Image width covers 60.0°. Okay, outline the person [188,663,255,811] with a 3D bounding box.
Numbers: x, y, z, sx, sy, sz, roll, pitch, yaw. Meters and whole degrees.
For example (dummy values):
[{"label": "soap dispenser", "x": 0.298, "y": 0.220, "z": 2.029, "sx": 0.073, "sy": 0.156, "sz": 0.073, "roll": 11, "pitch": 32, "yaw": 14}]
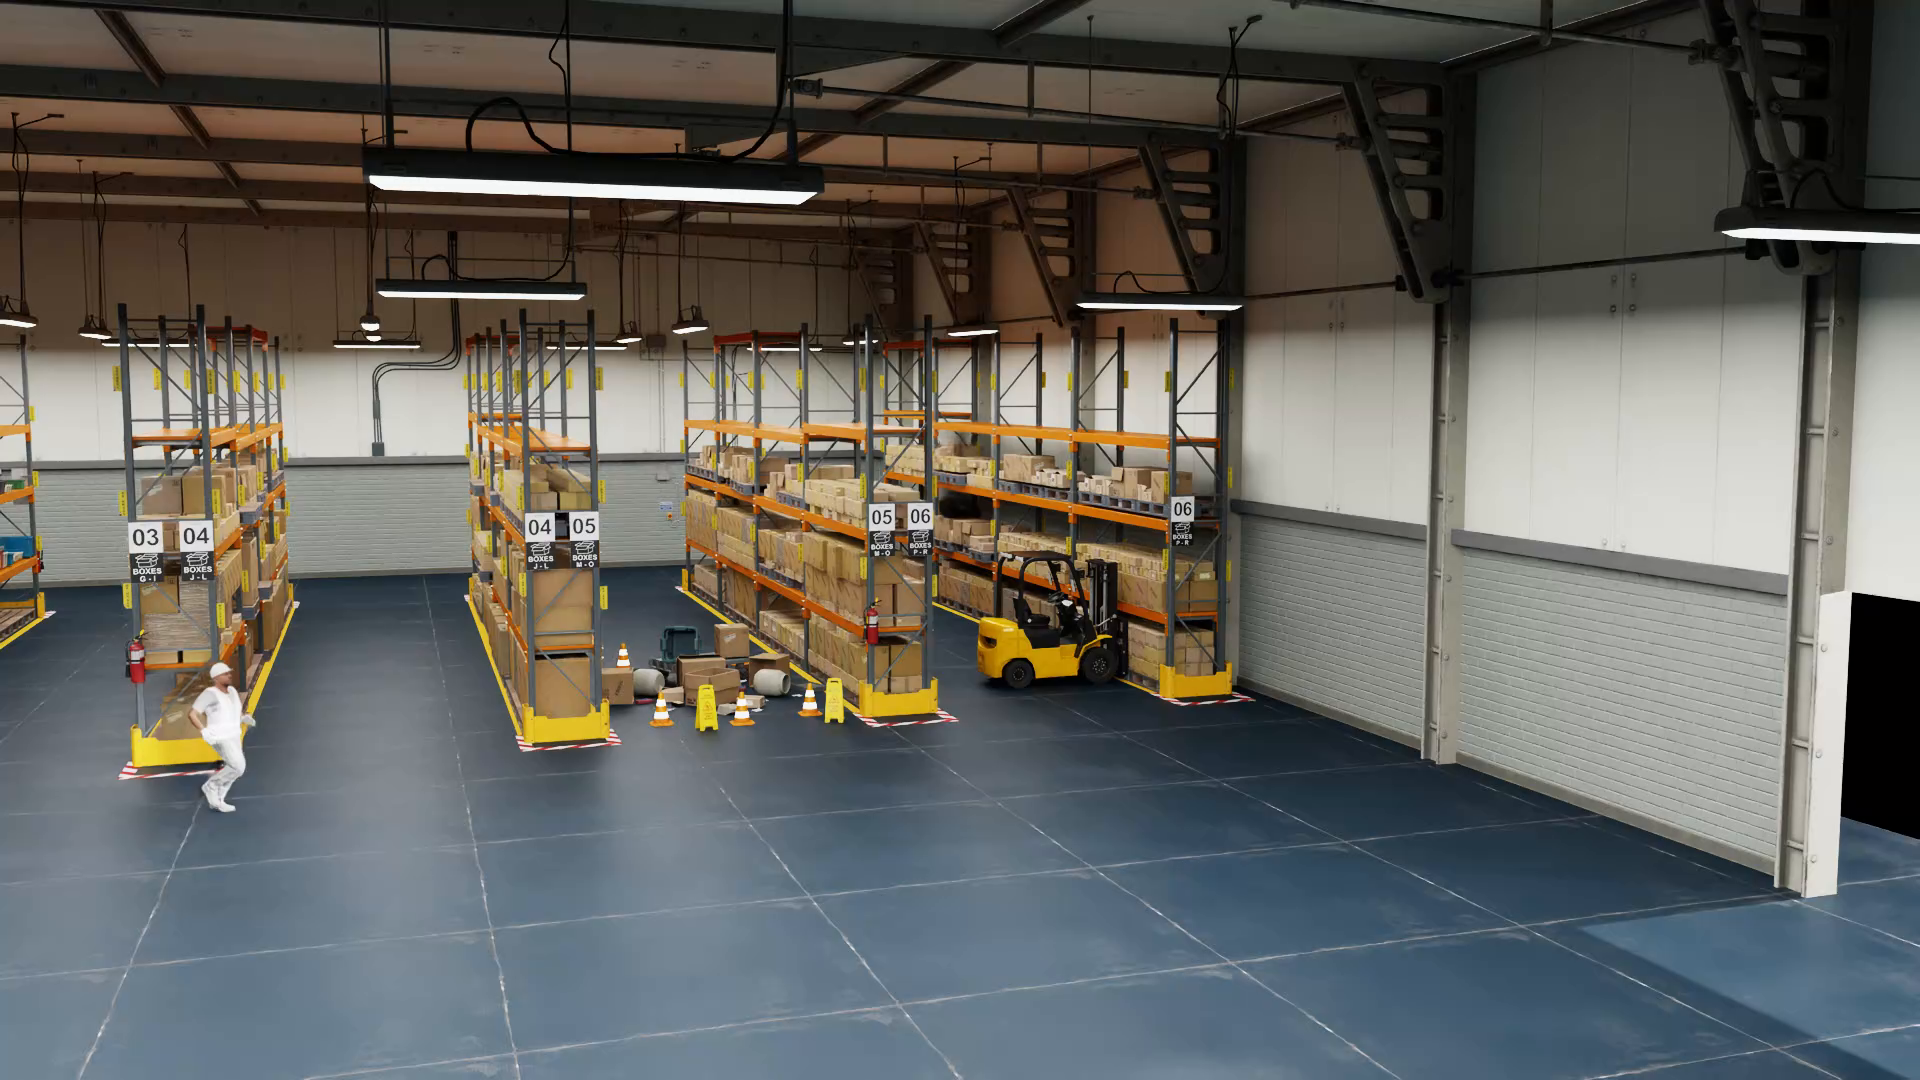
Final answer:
[{"label": "person", "x": -8.517, "y": 2.299, "z": 19.351, "sx": 0.590, "sy": 1.744, "sz": 0.680, "roll": 1, "pitch": 5, "yaw": 7}]
